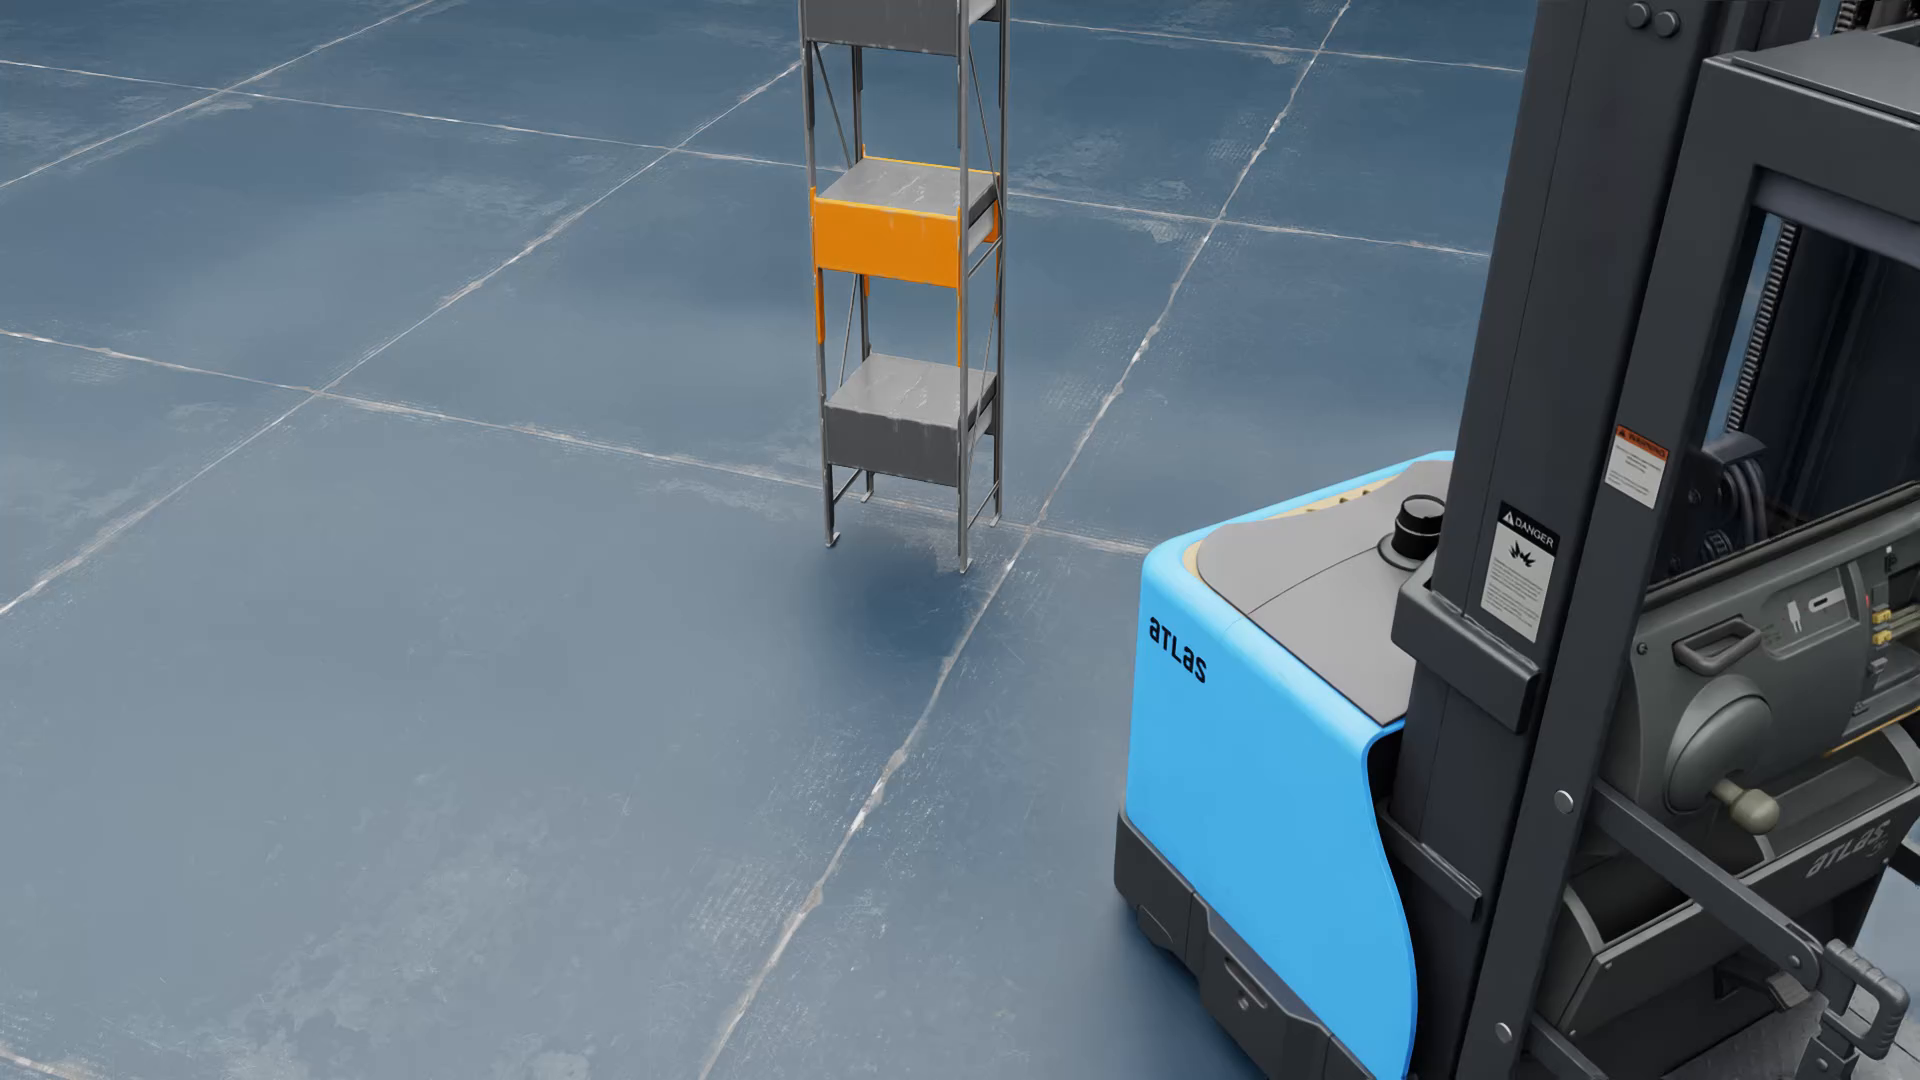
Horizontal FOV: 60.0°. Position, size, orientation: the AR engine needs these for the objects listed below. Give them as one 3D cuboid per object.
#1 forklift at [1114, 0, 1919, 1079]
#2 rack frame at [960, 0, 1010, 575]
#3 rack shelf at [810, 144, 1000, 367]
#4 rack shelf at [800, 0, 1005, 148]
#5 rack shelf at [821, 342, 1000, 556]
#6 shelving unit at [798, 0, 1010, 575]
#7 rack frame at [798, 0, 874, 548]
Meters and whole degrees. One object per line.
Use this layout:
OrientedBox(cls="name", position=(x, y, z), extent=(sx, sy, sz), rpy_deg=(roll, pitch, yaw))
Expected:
OrientedBox(cls="forklift", position=(1.563, 0.250, 2.660), extent=(1.130, 2.935, 3.031), rpy_deg=(-17, 37, -25))
OrientedBox(cls="rack frame", position=(0.074, -0.868, 5.158), extent=(0.015, 2.100, 0.400), rpy_deg=(11, 34, 16))
OrientedBox(cls="rack shelf", position=(-0.156, -0.901, 5.235), extent=(0.480, 0.518, 0.431), rpy_deg=(11, 34, 16))
OrientedBox(cls="rack shelf", position=(-0.156, -1.489, 4.855), extent=(0.480, 0.518, 0.431), rpy_deg=(11, 34, 16))
OrientedBox(cls="rack shelf", position=(-0.156, -0.313, 5.614), extent=(0.480, 0.518, 0.431), rpy_deg=(11, 34, 16))
OrientedBox(cls="shelving unit", position=(-0.156, -0.912, 5.227), extent=(0.503, 2.100, 0.431), rpy_deg=(11, 34, 16))
OrientedBox(cls="rack frame", position=(-0.386, -0.957, 5.297), extent=(0.015, 2.100, 0.400), rpy_deg=(11, 34, 16))
